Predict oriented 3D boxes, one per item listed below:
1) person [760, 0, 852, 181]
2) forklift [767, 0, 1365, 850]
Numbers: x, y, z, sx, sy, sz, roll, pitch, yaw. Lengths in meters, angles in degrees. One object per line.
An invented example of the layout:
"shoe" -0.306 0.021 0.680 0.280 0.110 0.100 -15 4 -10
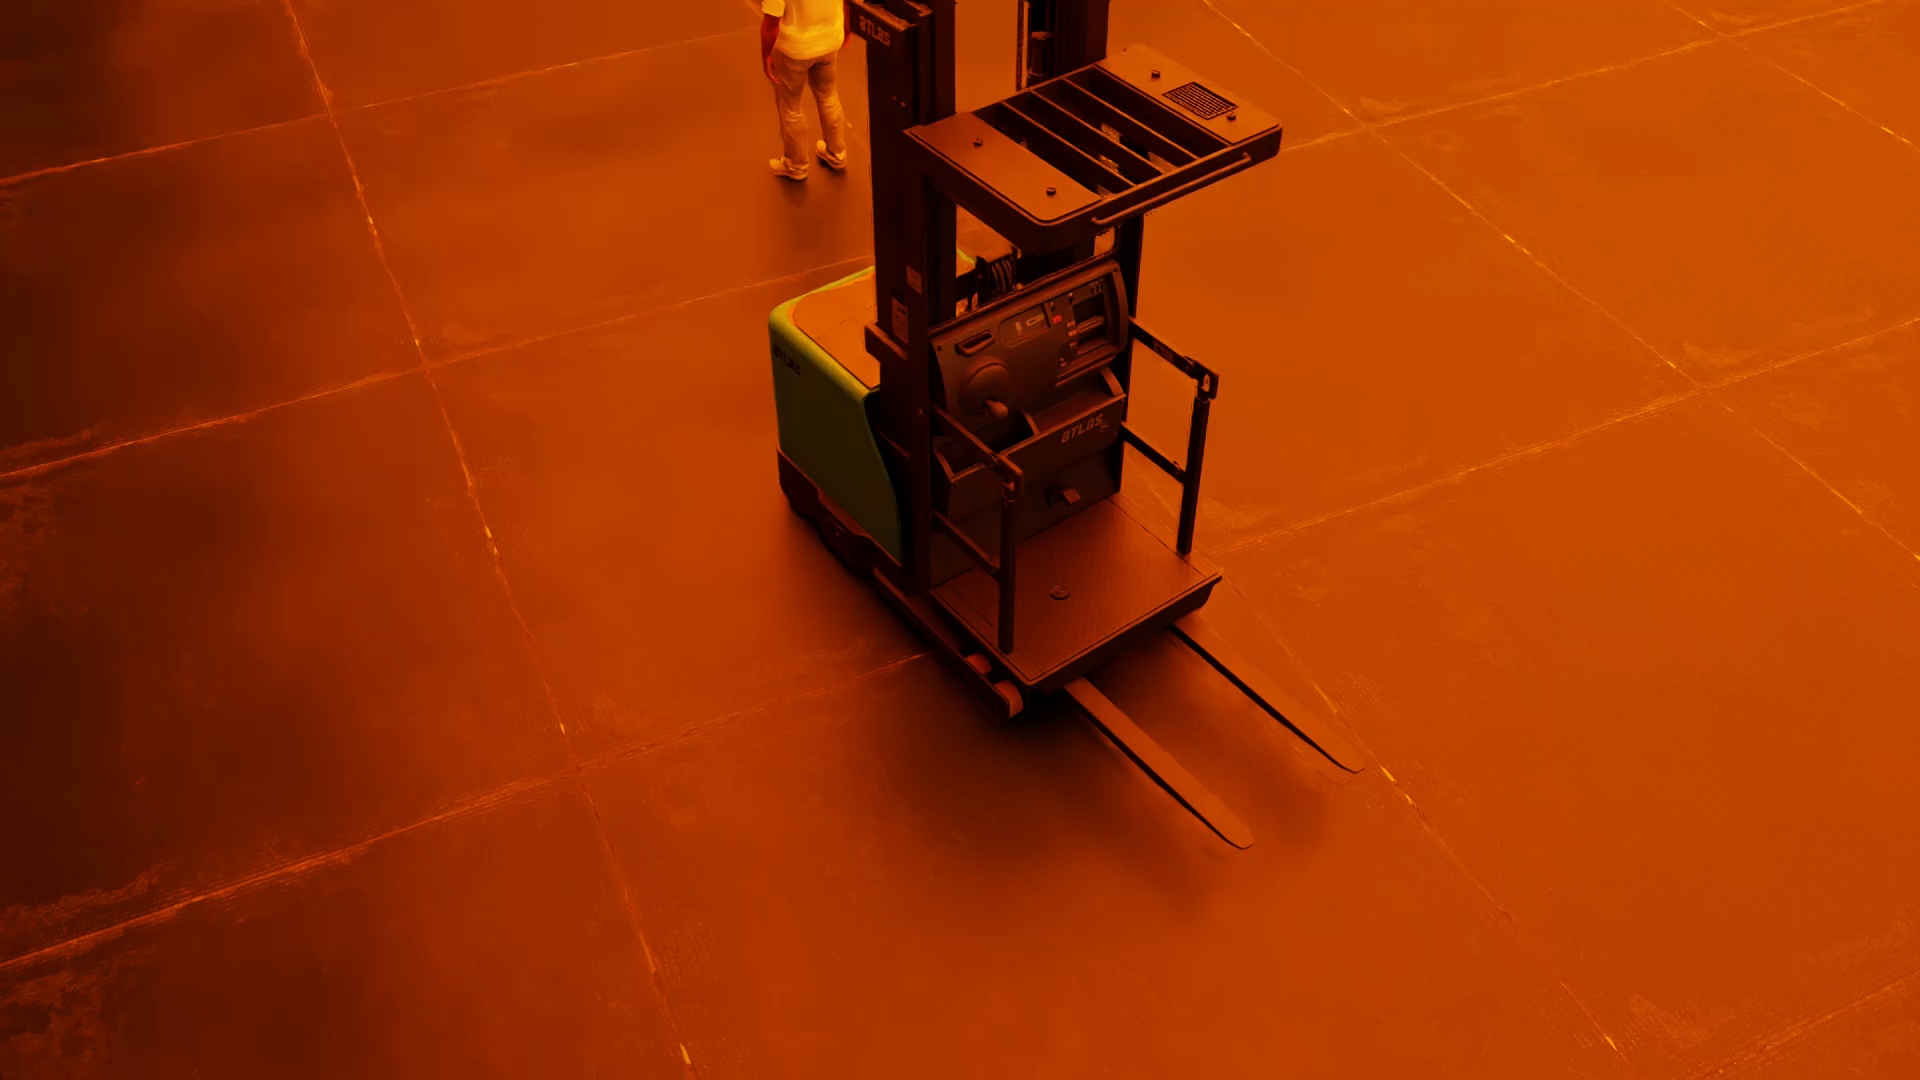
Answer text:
"person" -0.909 -2.909 9.664 0.660 1.780 0.497 -27 49 -26
"forklift" 0.419 -0.704 6.434 1.130 2.935 3.031 -27 49 -26
